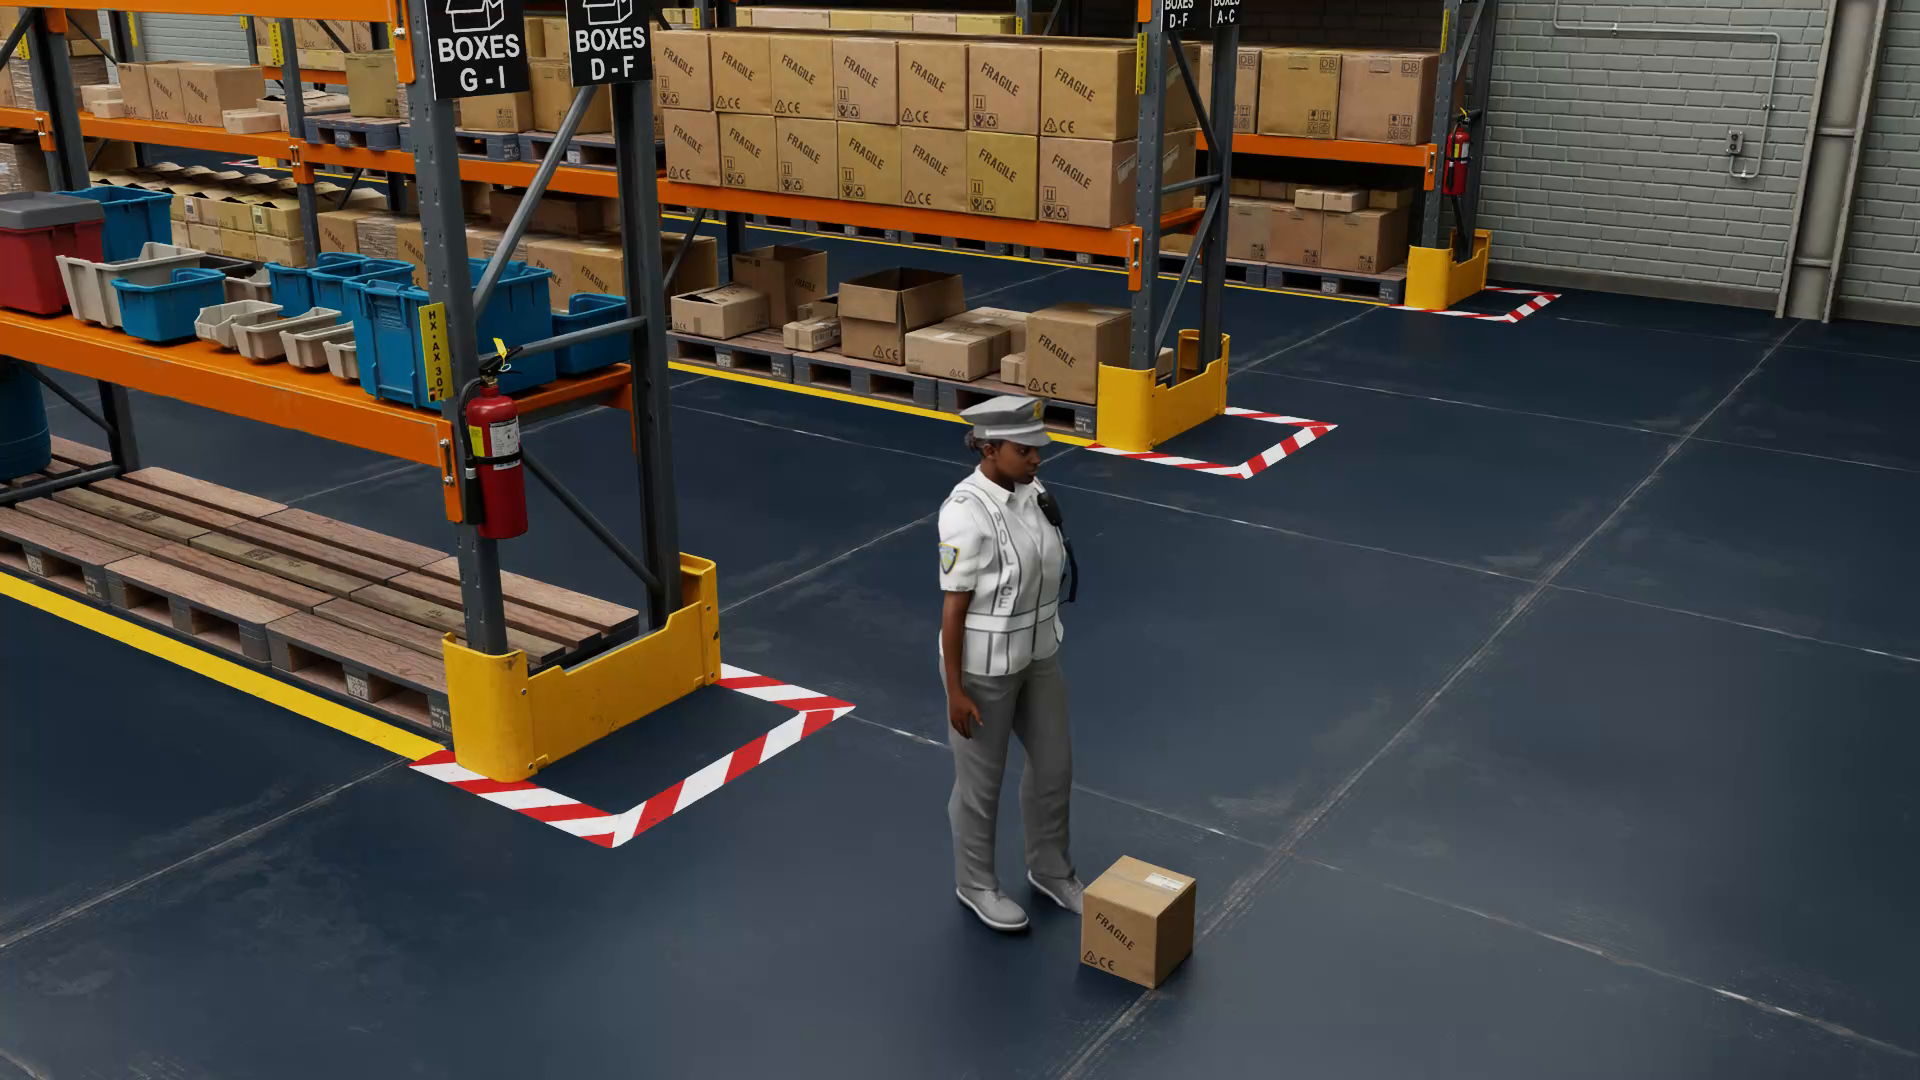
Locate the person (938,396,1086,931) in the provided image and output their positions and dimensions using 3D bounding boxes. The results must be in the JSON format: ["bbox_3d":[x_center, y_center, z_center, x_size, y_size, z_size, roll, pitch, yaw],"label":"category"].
[{"bbox_3d":[0.165,0.403,4.976,0.442,1.714,0.496,17,26,39],"label":"person"}]
